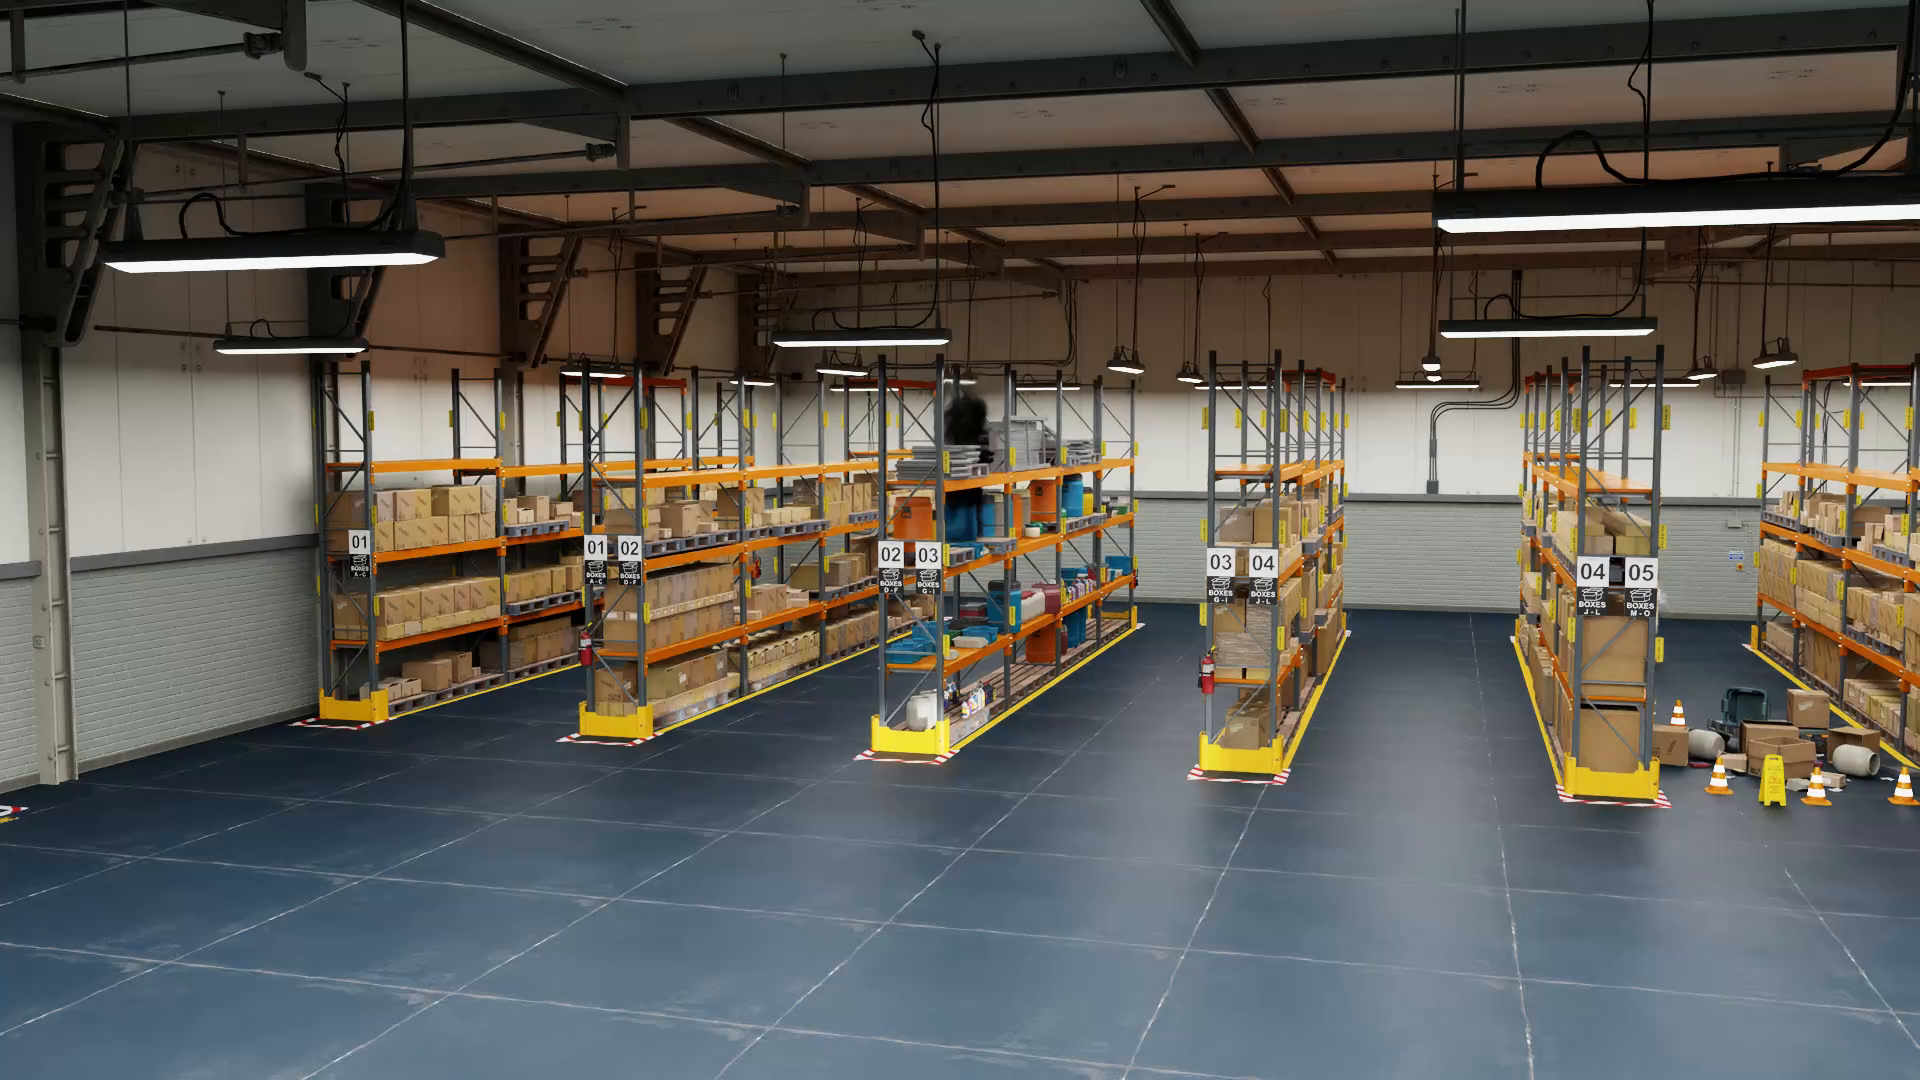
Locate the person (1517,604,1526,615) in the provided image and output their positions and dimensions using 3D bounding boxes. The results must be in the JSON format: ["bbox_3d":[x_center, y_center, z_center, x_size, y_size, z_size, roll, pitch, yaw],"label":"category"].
[{"bbox_3d":[13.369,1.429,38.965,0.651,1.642,0.663,2,5,26],"label":"person"}]

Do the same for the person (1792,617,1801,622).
[{"bbox_3d":[18.853,1.515,37.248,0.697,1.651,0.558,-3,5,-35],"label":"person"}]

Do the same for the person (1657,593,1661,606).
[{"bbox_3d":[14.451,1.615,35.210,0.713,1.739,0.754,1,4,10],"label":"person"}]
